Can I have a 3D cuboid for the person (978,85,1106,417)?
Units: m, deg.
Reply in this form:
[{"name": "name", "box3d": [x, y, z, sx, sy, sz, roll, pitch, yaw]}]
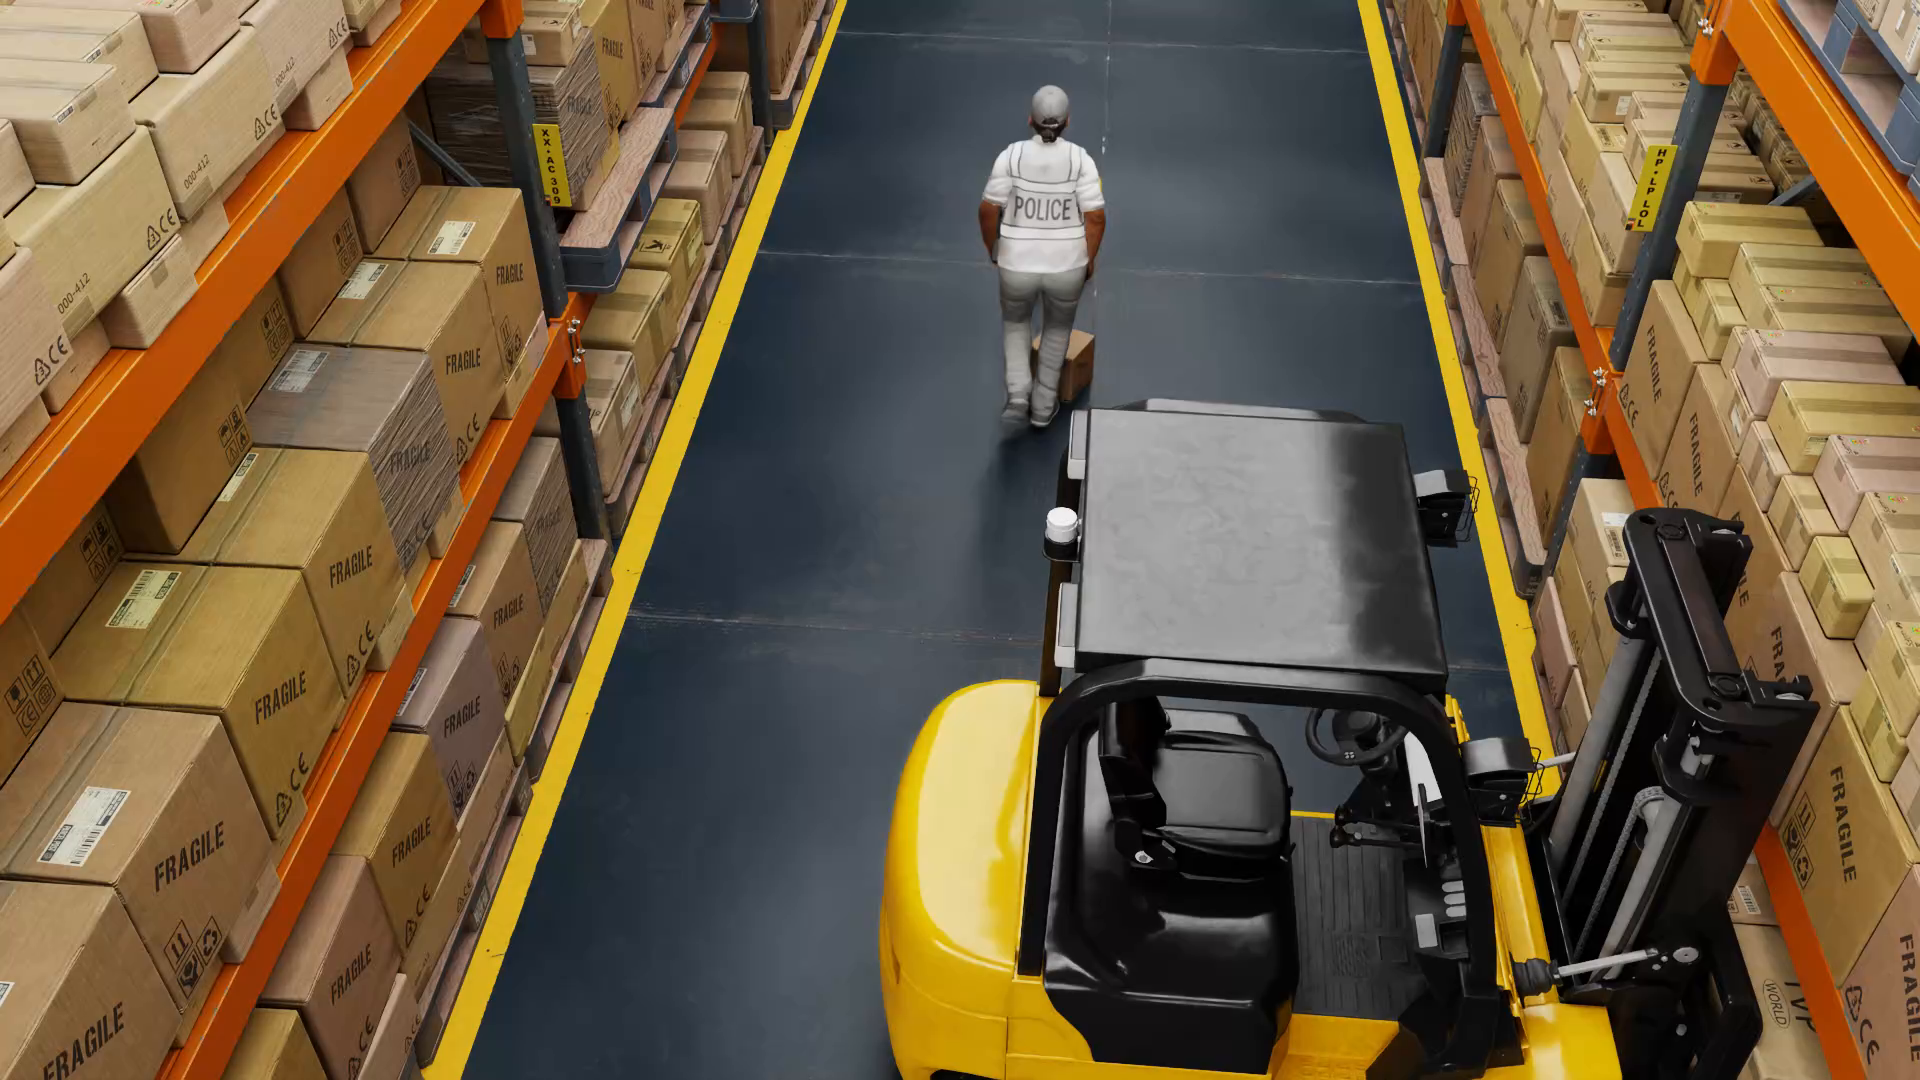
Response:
[{"name": "person", "box3d": [0.370, -1.304, 7.665, 0.578, 1.547, 0.598, 2, 40, 3]}]
